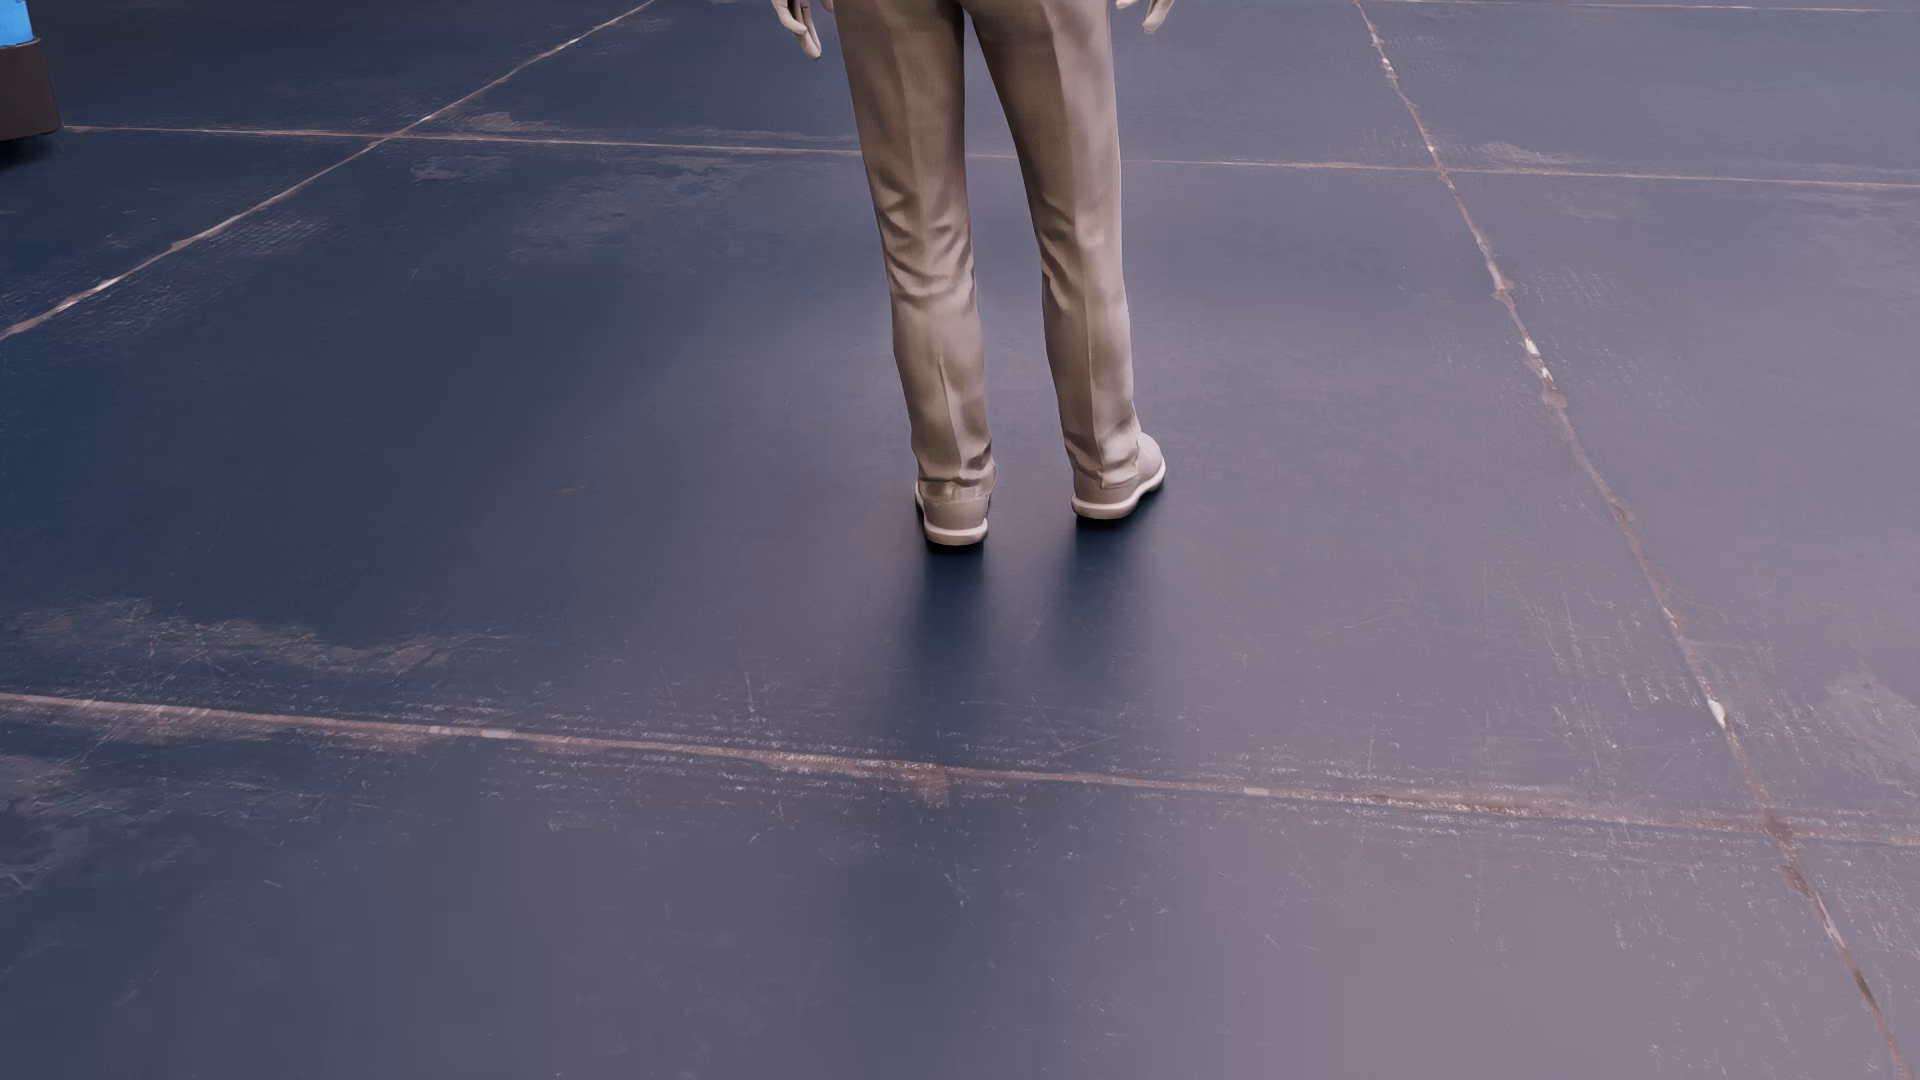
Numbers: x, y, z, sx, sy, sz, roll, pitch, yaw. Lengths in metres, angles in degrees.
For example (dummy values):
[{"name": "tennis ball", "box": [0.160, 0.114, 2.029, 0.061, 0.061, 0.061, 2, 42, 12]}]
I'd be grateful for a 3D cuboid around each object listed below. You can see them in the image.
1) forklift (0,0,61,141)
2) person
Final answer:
[{"name": "forklift", "box": [-3.935, -2.674, 4.578, 3.031, 2.935, 1.130, 22, 34, 37]}, {"name": "person", "box": [0.016, -0.795, 2.179, 0.587, 1.694, 0.530, 3, 27, 7]}]
